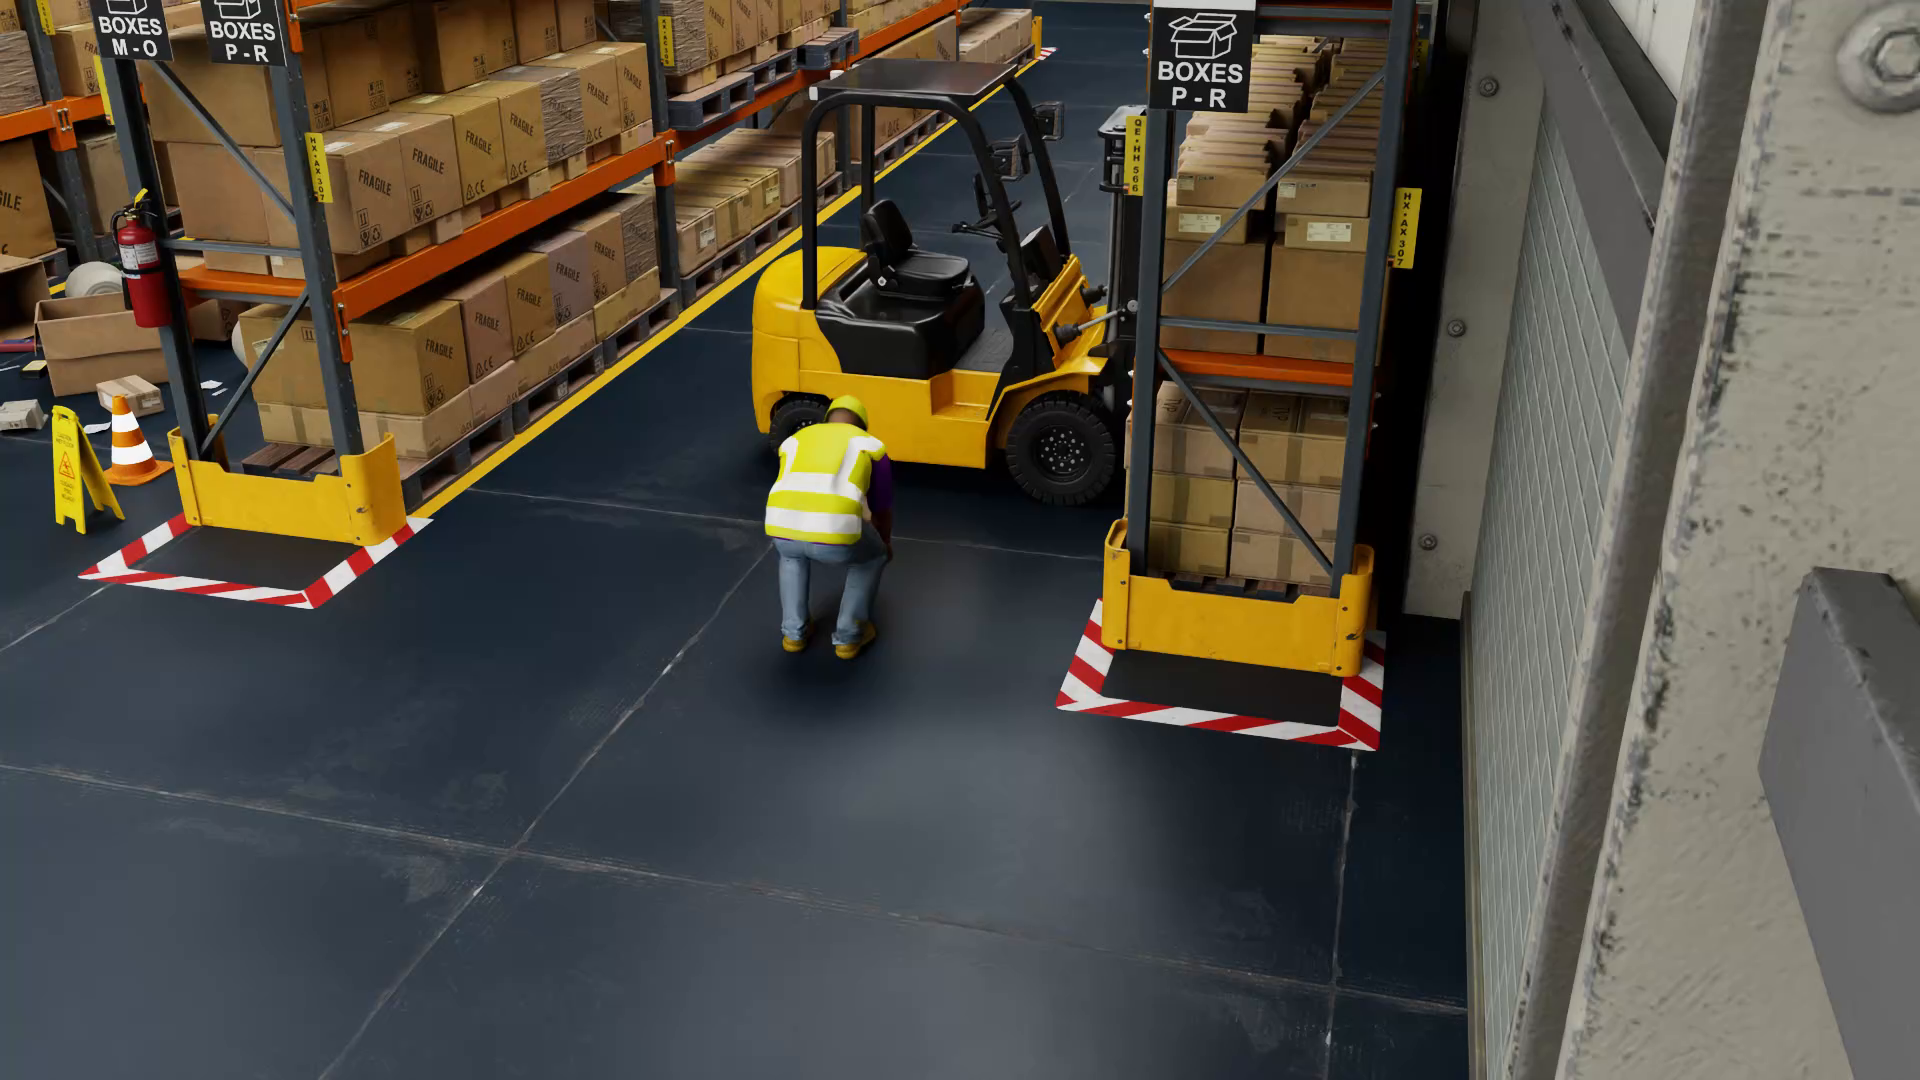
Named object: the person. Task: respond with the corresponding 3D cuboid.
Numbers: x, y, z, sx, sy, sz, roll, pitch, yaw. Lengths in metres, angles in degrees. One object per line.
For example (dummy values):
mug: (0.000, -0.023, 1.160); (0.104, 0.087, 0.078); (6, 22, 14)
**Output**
person: (-0.600, -0.057, 7.594); (0.504, 1.009, 0.952); (5, 26, 11)
